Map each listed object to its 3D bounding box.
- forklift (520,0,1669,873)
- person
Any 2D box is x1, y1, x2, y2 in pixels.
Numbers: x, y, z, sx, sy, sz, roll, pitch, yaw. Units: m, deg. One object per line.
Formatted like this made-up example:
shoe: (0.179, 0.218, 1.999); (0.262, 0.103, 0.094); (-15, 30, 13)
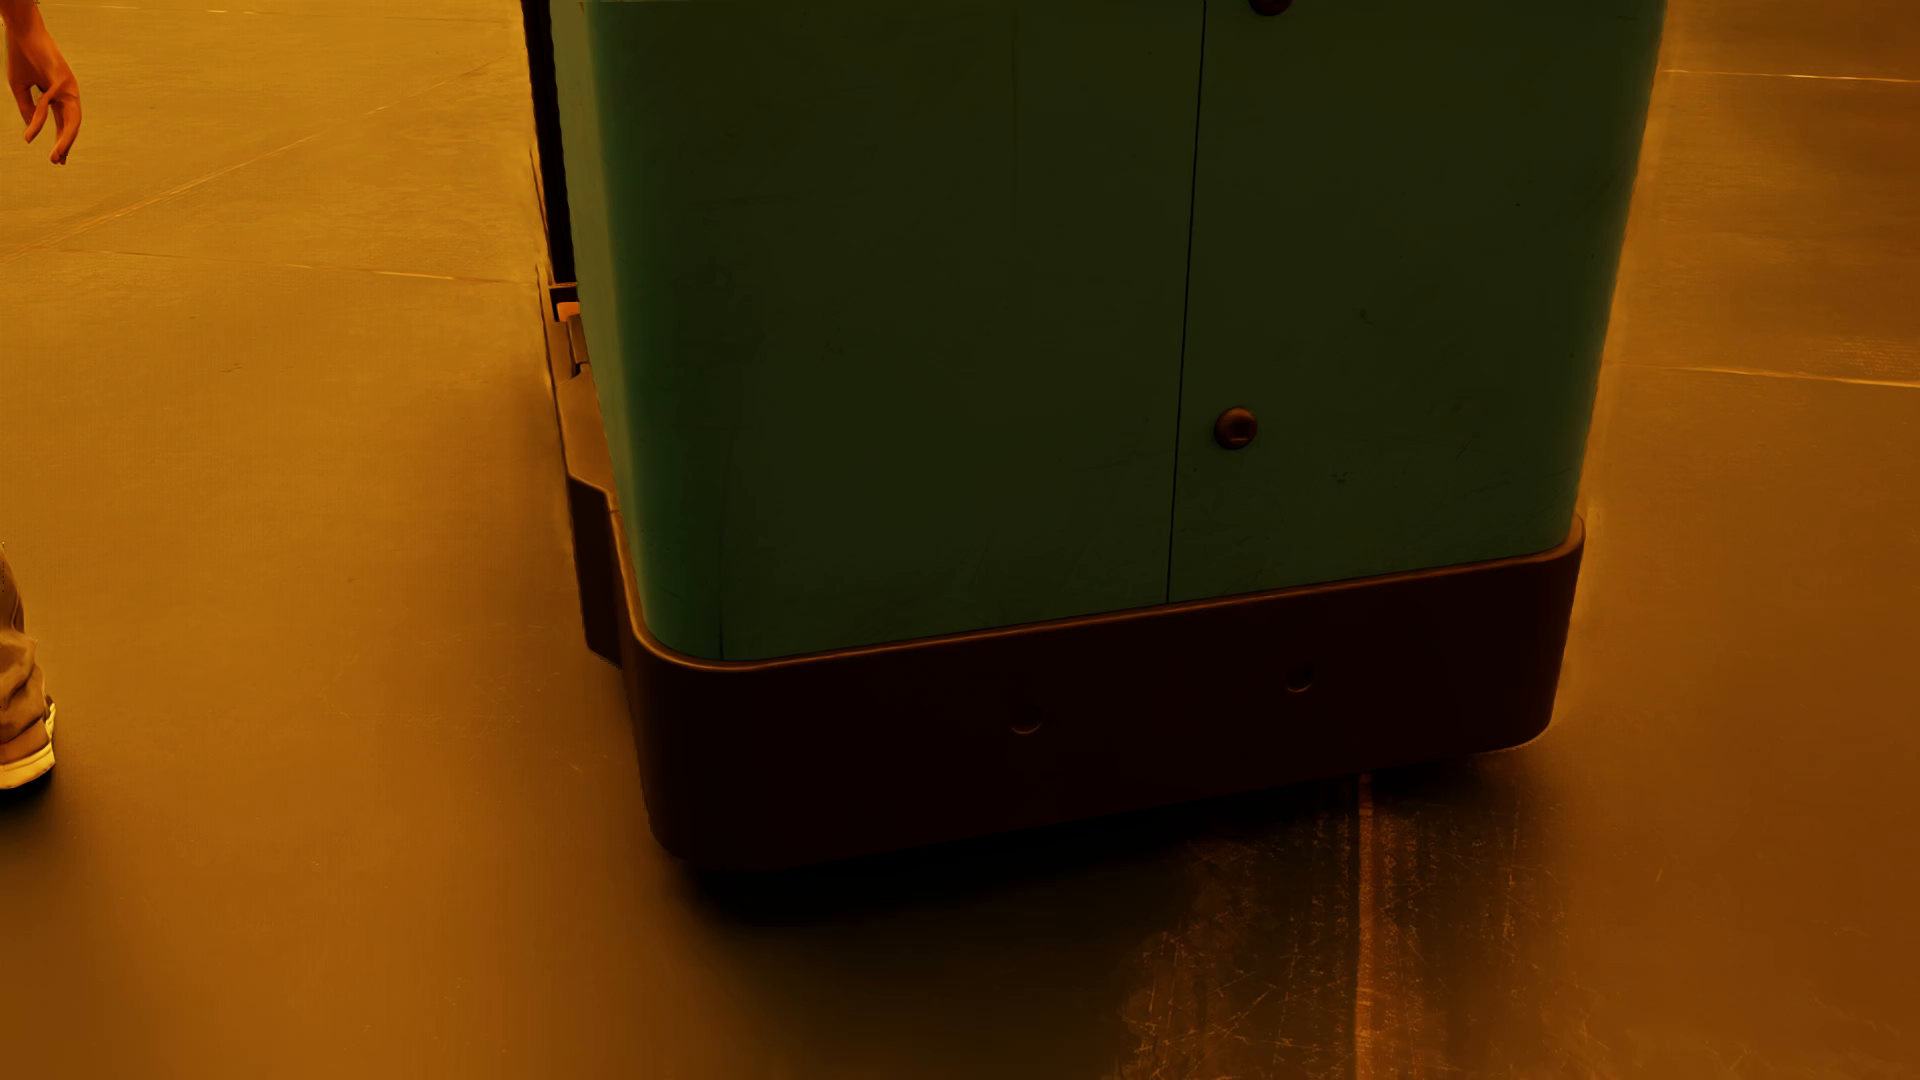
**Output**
forklift: (-0.187, -1.617, 2.452); (1.130, 2.935, 3.031); (-7, 28, -14)
person: (-1.275, -0.424, 1.624); (0.727, 1.564, 0.390); (-19, 32, -33)
